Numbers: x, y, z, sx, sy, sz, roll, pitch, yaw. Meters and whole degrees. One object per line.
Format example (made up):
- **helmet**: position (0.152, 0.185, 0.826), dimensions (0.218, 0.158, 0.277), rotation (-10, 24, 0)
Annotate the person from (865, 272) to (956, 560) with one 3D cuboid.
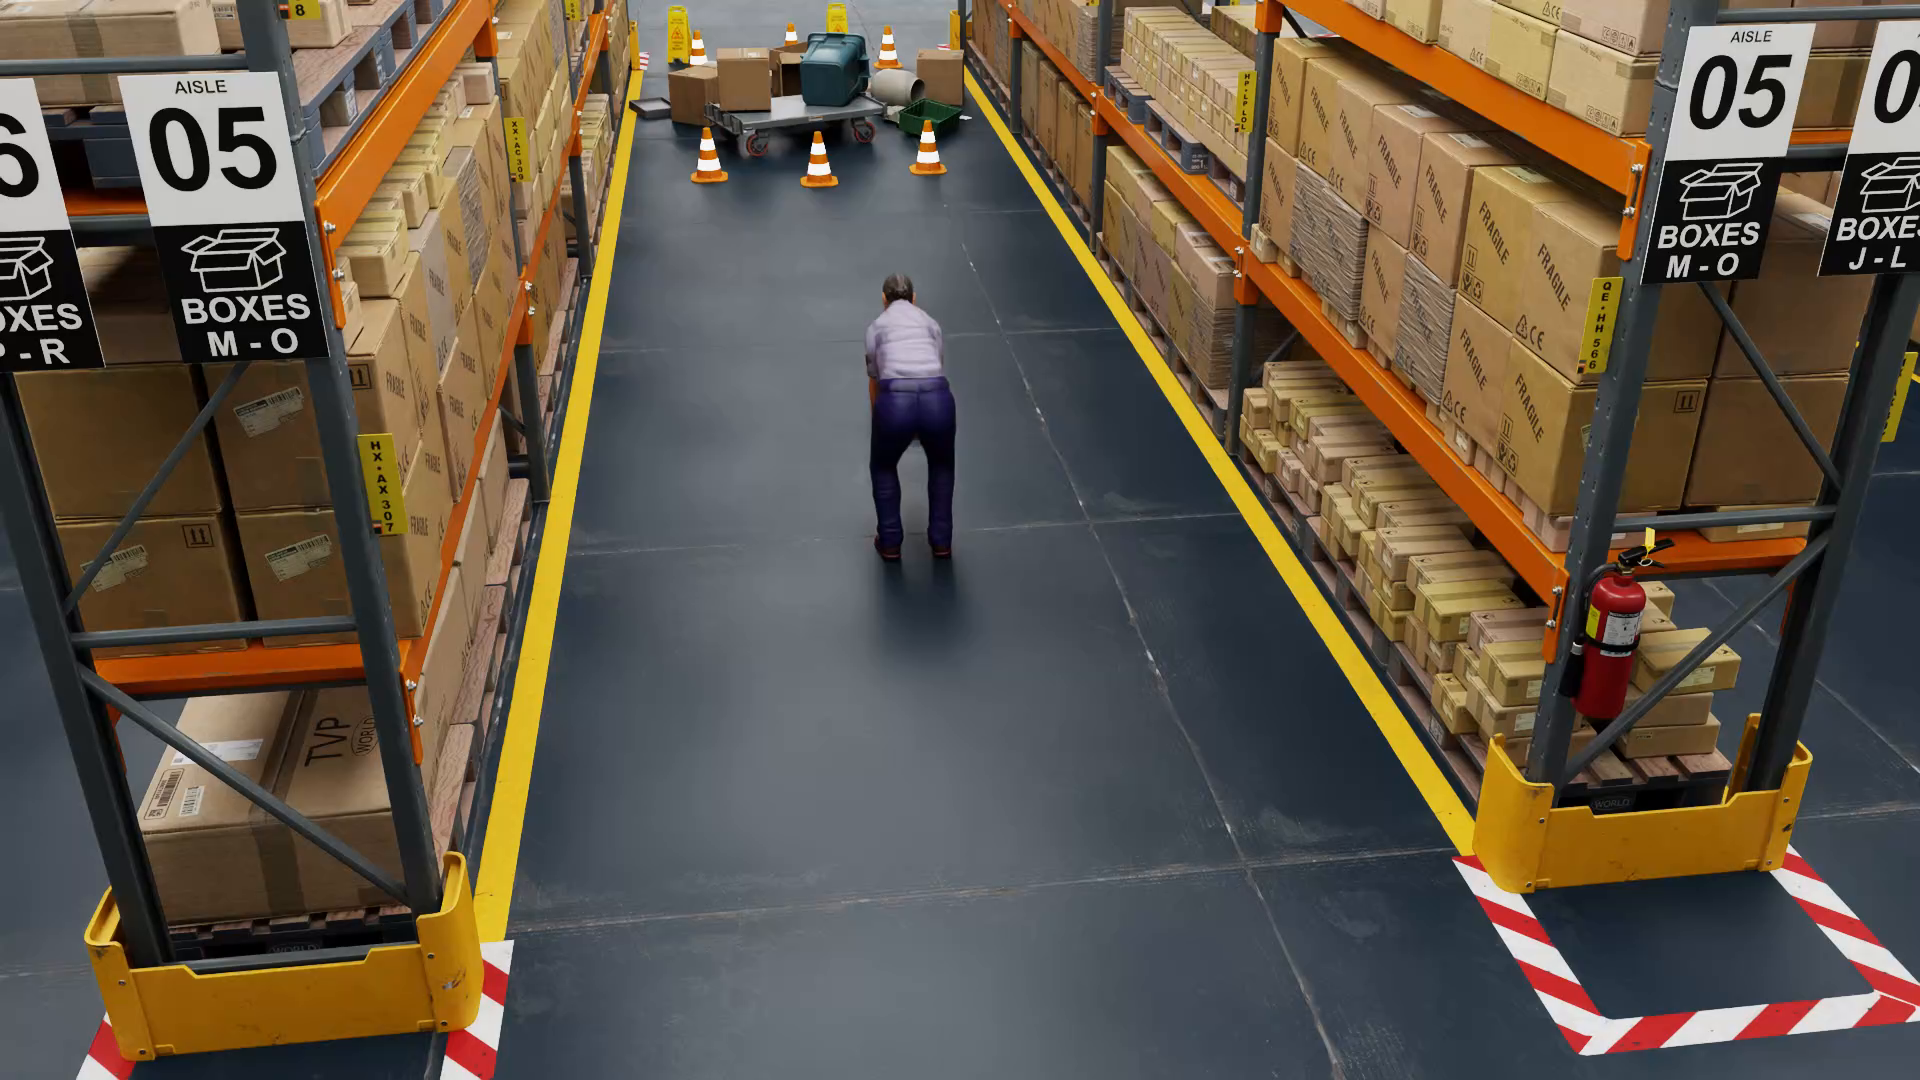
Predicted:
- **person**: position (-0.263, -0.636, 8.666), dimensions (0.443, 1.381, 0.783), rotation (-4, 28, -8)
